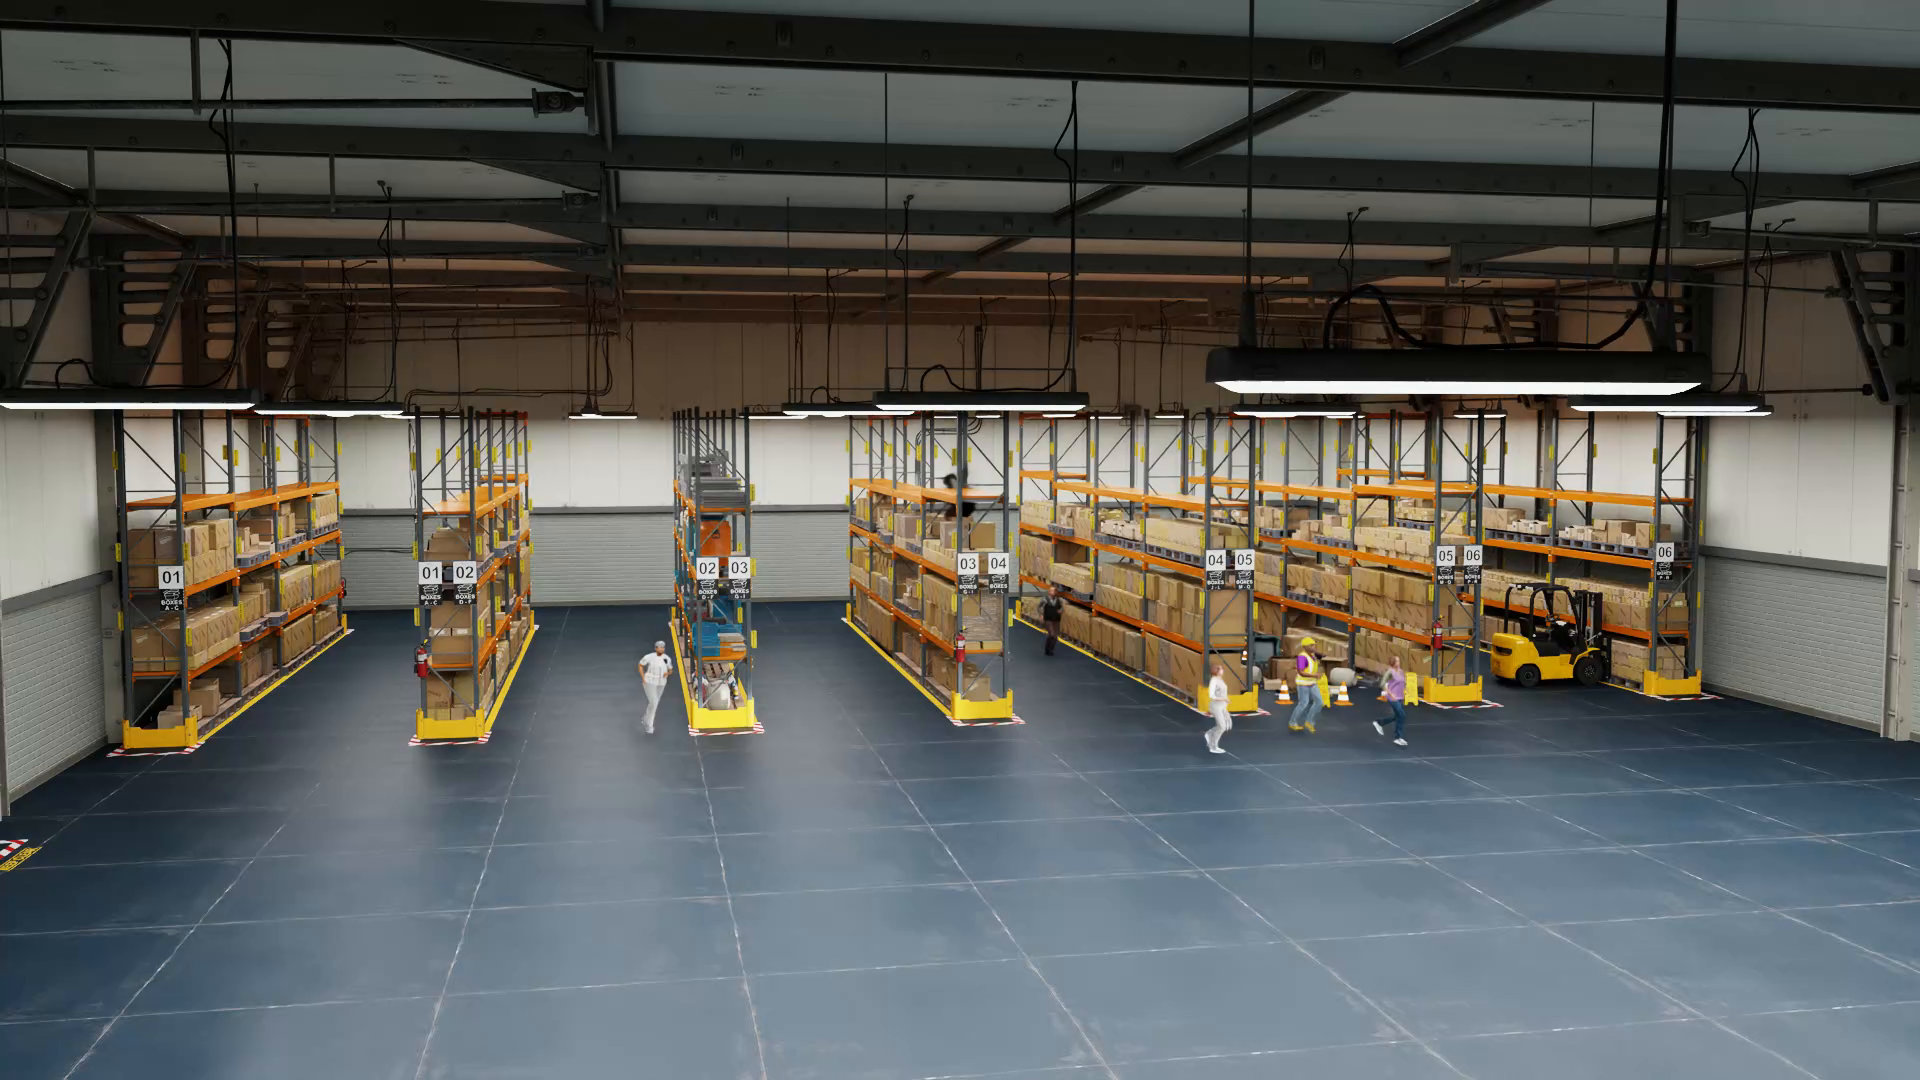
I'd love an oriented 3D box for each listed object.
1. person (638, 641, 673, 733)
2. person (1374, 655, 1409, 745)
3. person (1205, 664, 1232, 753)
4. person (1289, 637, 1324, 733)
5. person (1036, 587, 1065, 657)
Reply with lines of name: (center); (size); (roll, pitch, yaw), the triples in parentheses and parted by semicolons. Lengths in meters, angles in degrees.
person: (-5.655, 2.720, 30.917); (0.609, 1.699, 0.658); (-3, 5, -39)
person: (7.698, 2.839, 29.649); (0.669, 1.587, 0.534); (4, 6, 43)
person: (4.470, 2.903, 28.697); (0.551, 1.552, 0.530); (2, 5, 27)
person: (6.399, 2.690, 30.535); (0.726, 1.821, 0.728); (3, 5, 39)
person: (2.242, 1.991, 40.412); (0.630, 1.701, 0.676); (-1, 4, -19)
